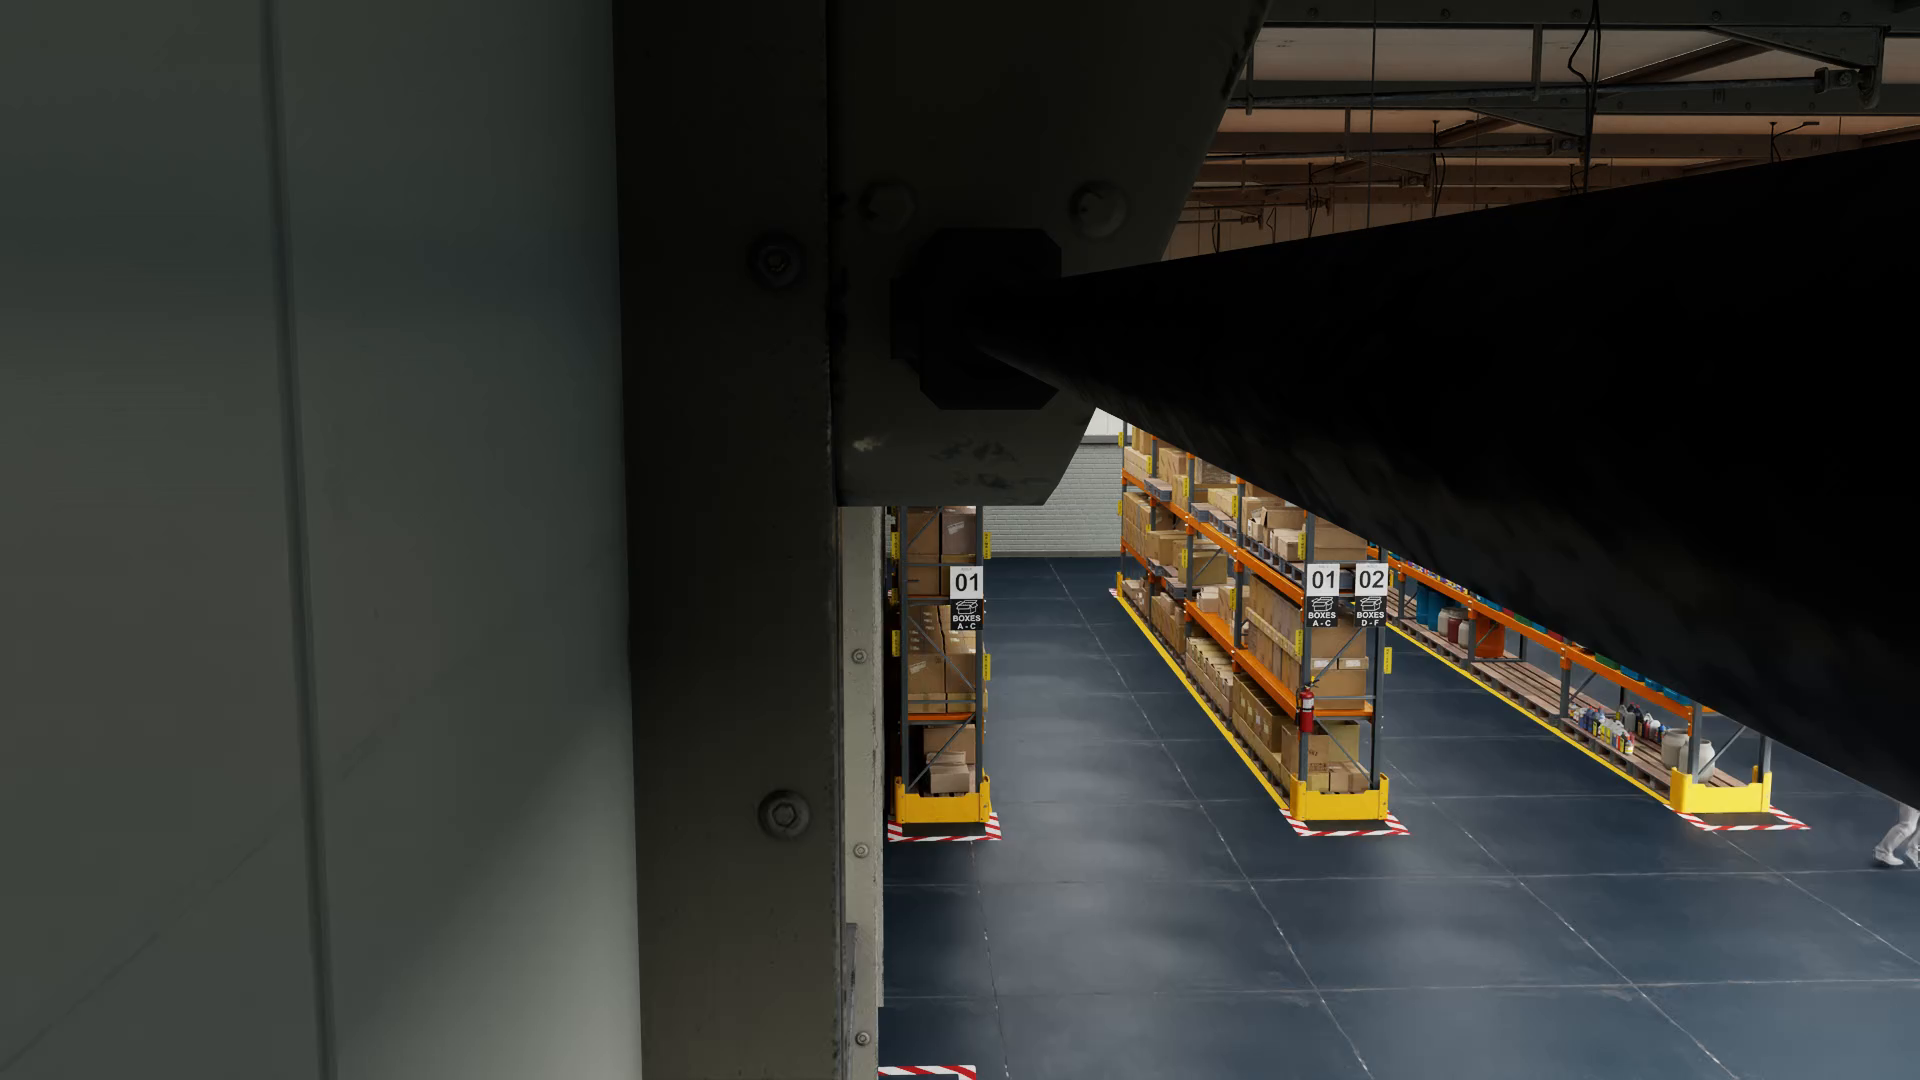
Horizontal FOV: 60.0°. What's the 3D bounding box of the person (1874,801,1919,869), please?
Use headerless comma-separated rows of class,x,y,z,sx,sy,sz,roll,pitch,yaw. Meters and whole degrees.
person,10.759,2.862,18.696,0.735,1.837,0.676,6,10,35

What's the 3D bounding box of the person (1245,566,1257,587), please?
person,6.048,0.685,34.591,0.525,1.605,0.877,-1,8,-10
